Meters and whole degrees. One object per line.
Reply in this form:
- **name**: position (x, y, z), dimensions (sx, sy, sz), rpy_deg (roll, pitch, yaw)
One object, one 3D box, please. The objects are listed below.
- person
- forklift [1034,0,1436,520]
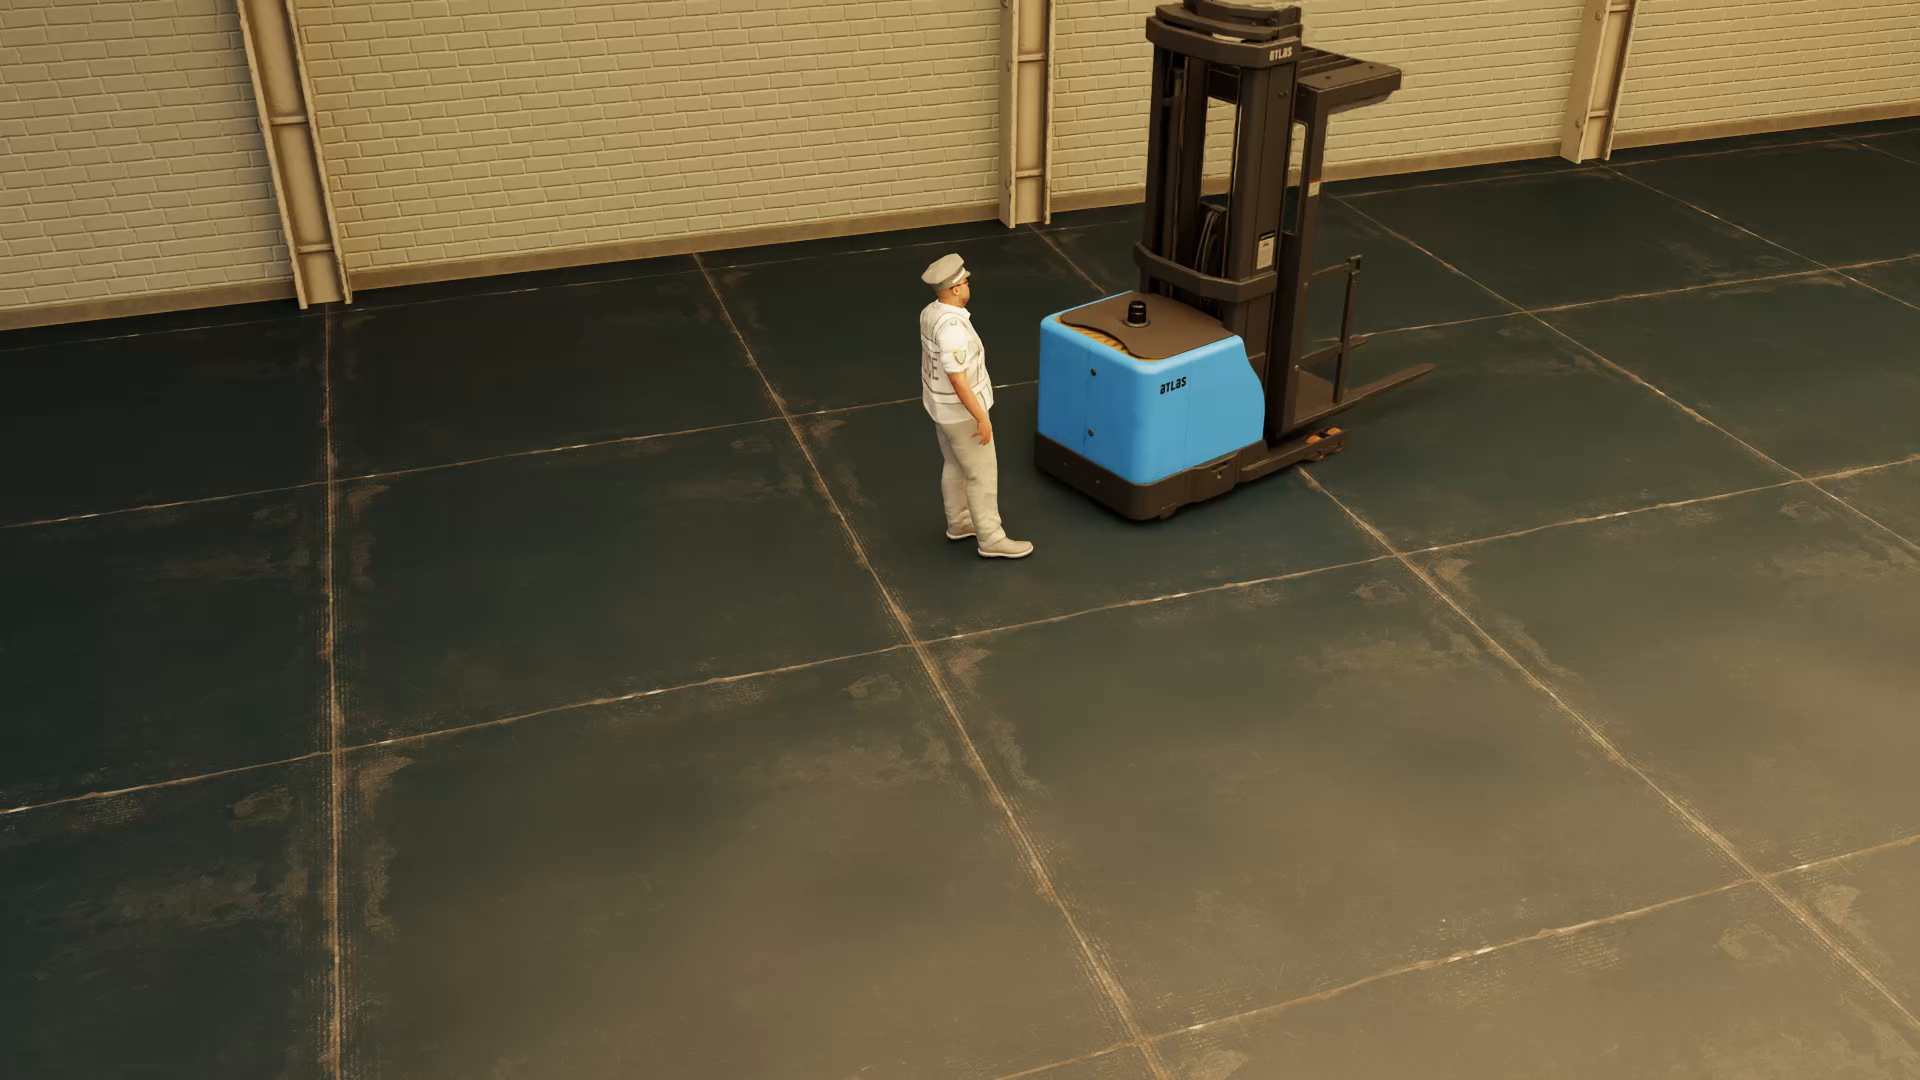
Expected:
- **person**: position (0.077, -0.785, 9.589), dimensions (0.575, 1.781, 0.640), rpy_deg (-10, 31, -16)
- **forklift**: position (1.956, -1.975, 10.520), dimensions (3.031, 2.935, 1.130), rpy_deg (-21, 36, -32)
